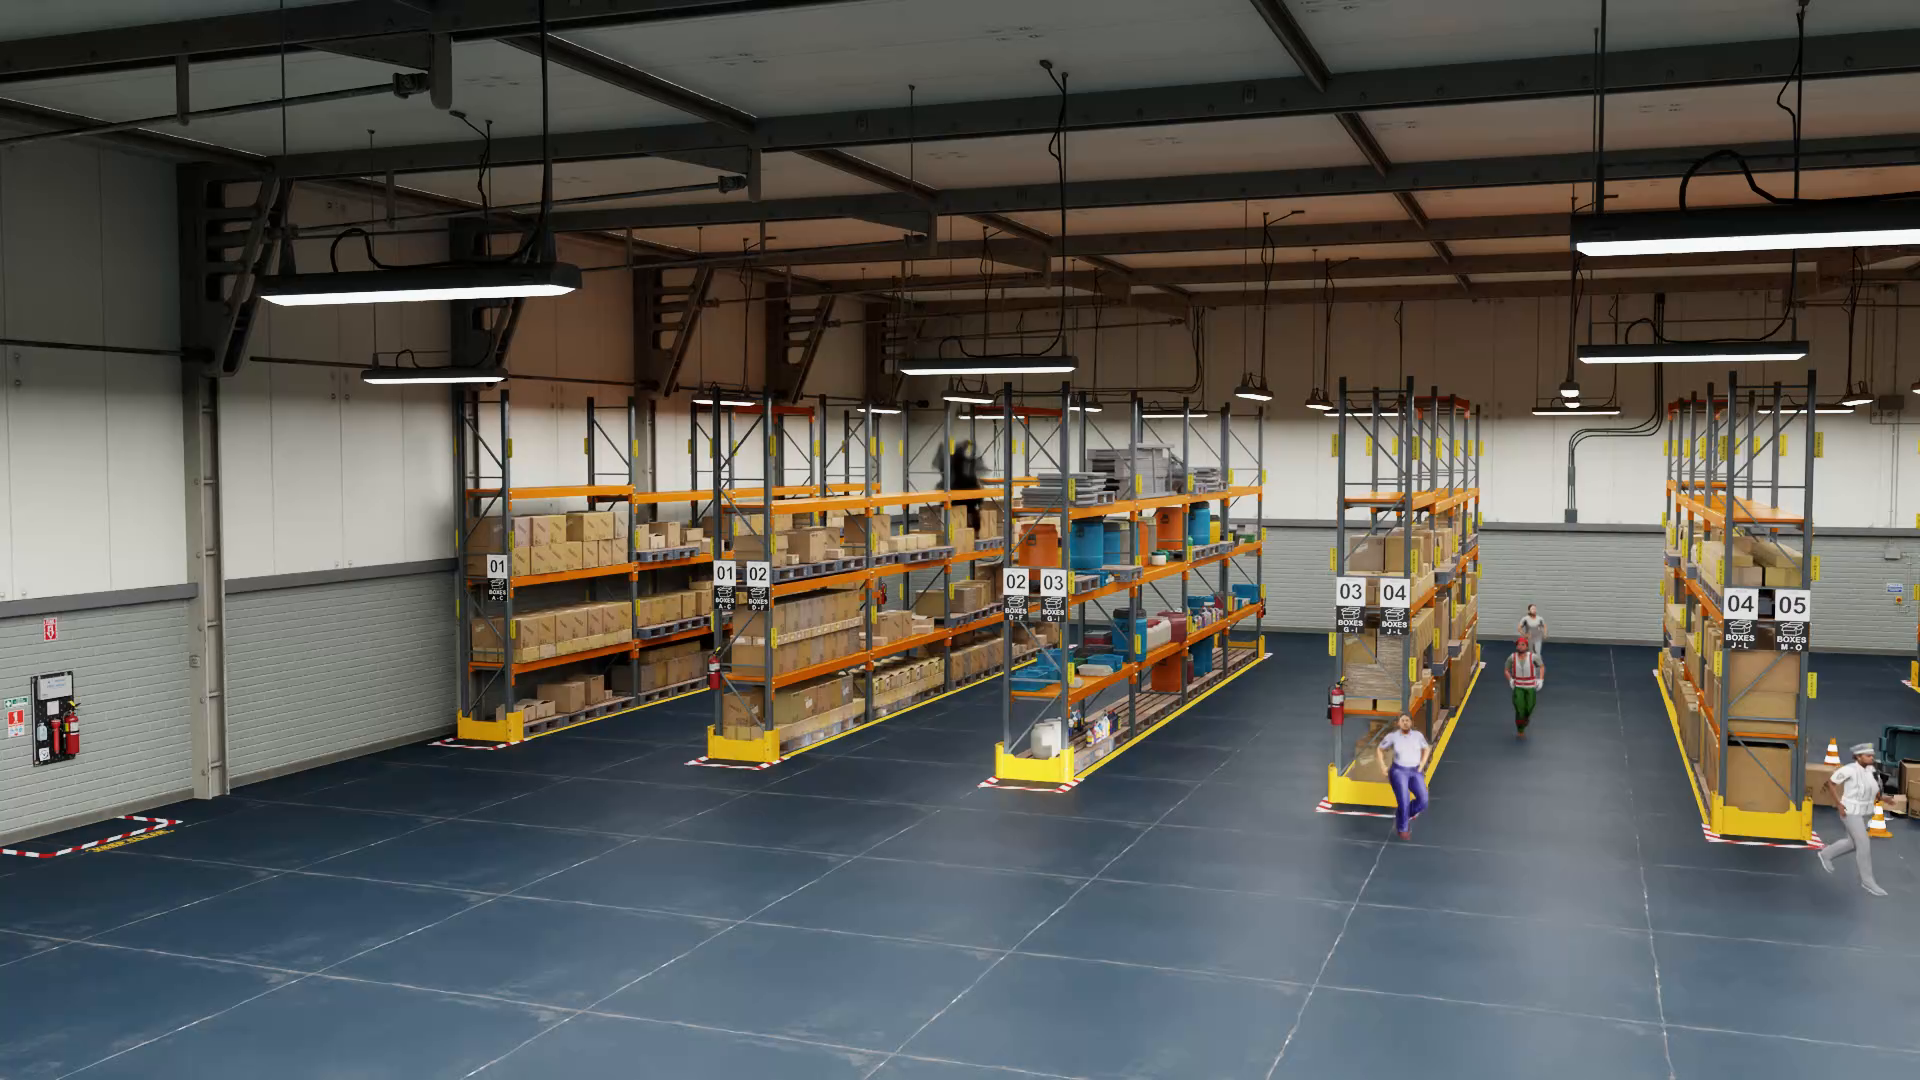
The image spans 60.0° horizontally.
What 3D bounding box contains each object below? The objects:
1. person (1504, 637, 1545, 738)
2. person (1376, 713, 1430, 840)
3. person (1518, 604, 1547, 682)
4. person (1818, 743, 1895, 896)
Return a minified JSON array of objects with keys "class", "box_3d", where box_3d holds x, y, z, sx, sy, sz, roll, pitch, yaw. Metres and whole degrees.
[{"class":"person","box_3d":[9.773,2.552,28.820,0.671,1.750,0.673,1,3,22]},{"class":"person","box_3d":[5.724,3.048,21.374,0.680,1.611,0.491,-1,3,-13]},{"class":"person","box_3d":[12.385,2.218,35.956,0.617,1.673,0.712,0,3,4]},{"class":"person","box_3d":[10.185,3.122,18.968,0.546,1.694,0.909,-2,3,-26]}]
